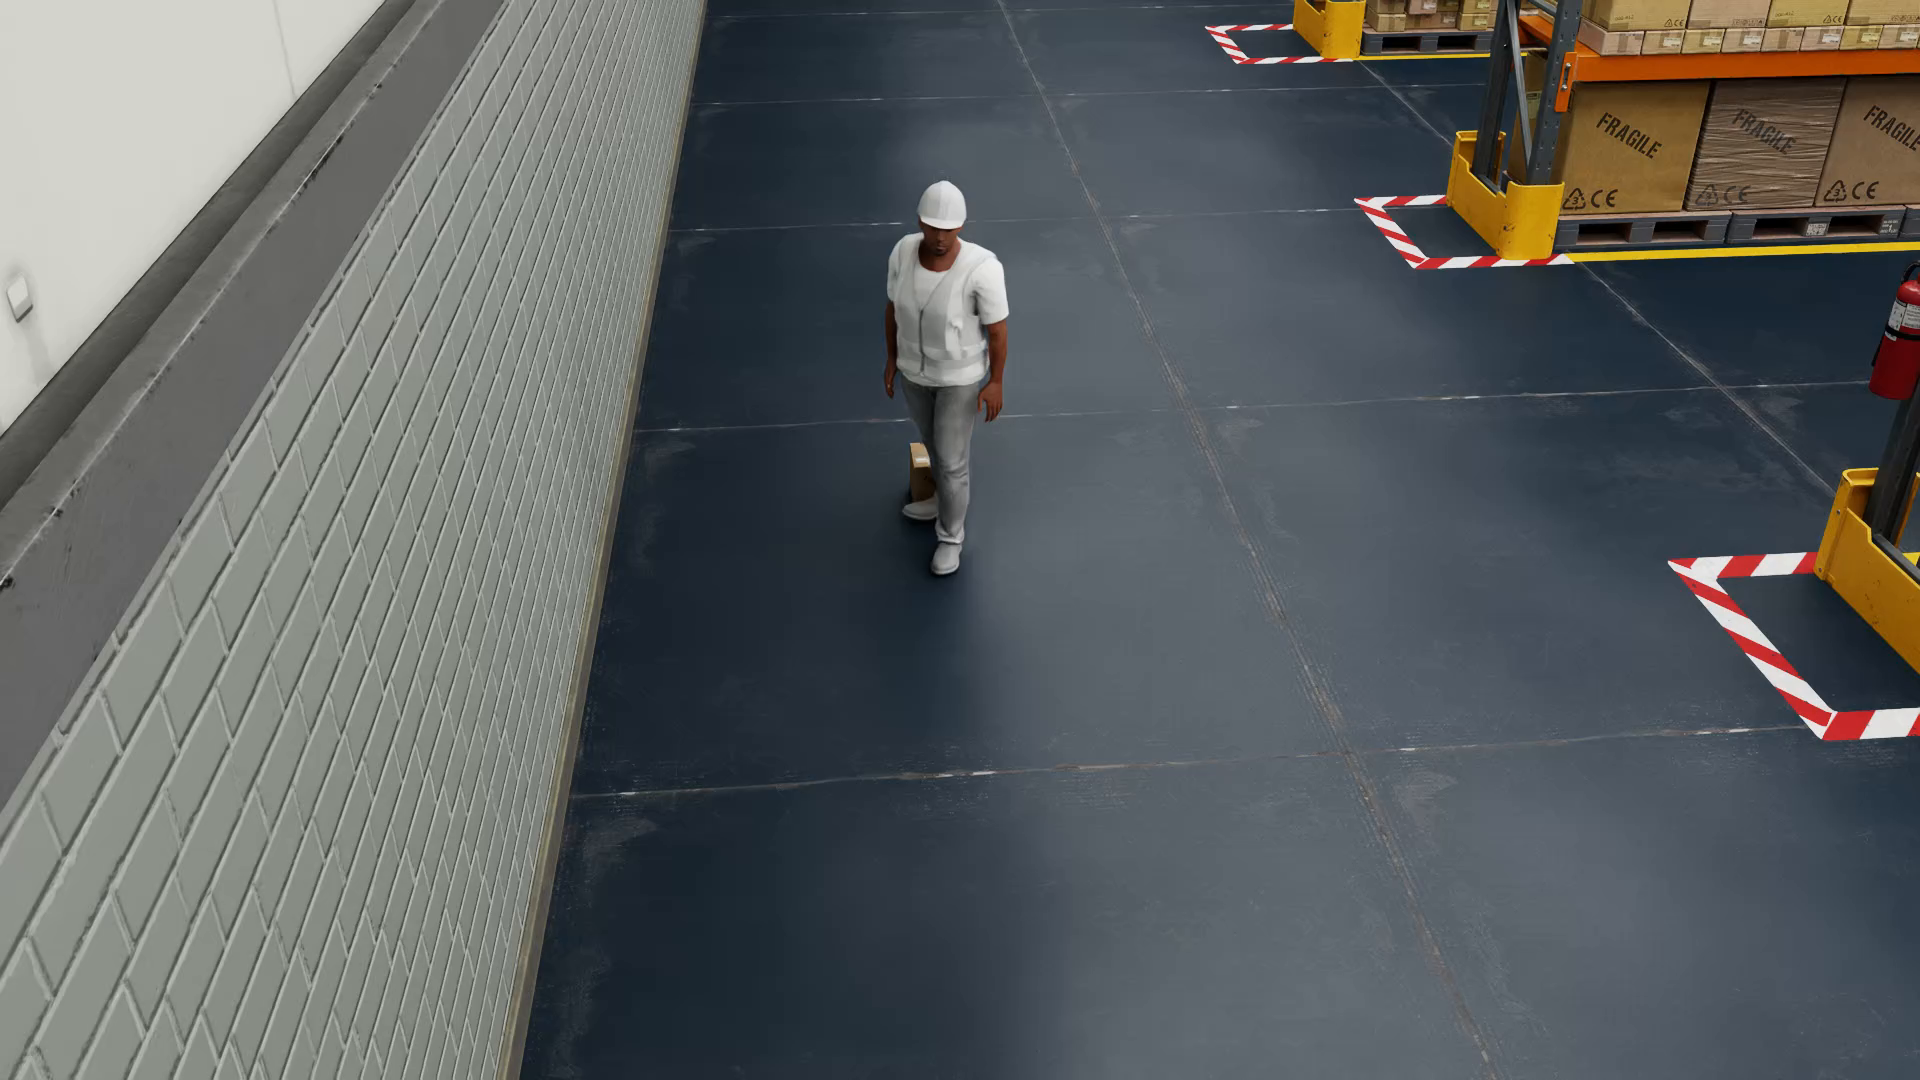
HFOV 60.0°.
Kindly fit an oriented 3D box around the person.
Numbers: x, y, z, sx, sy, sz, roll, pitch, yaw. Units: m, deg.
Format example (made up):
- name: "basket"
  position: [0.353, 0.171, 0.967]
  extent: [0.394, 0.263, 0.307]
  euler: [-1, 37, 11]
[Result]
- name: "person"
  position: [-0.077, -0.742, 7.352]
  extent: [0.589, 1.760, 0.569]
  euler: [19, 36, 29]
